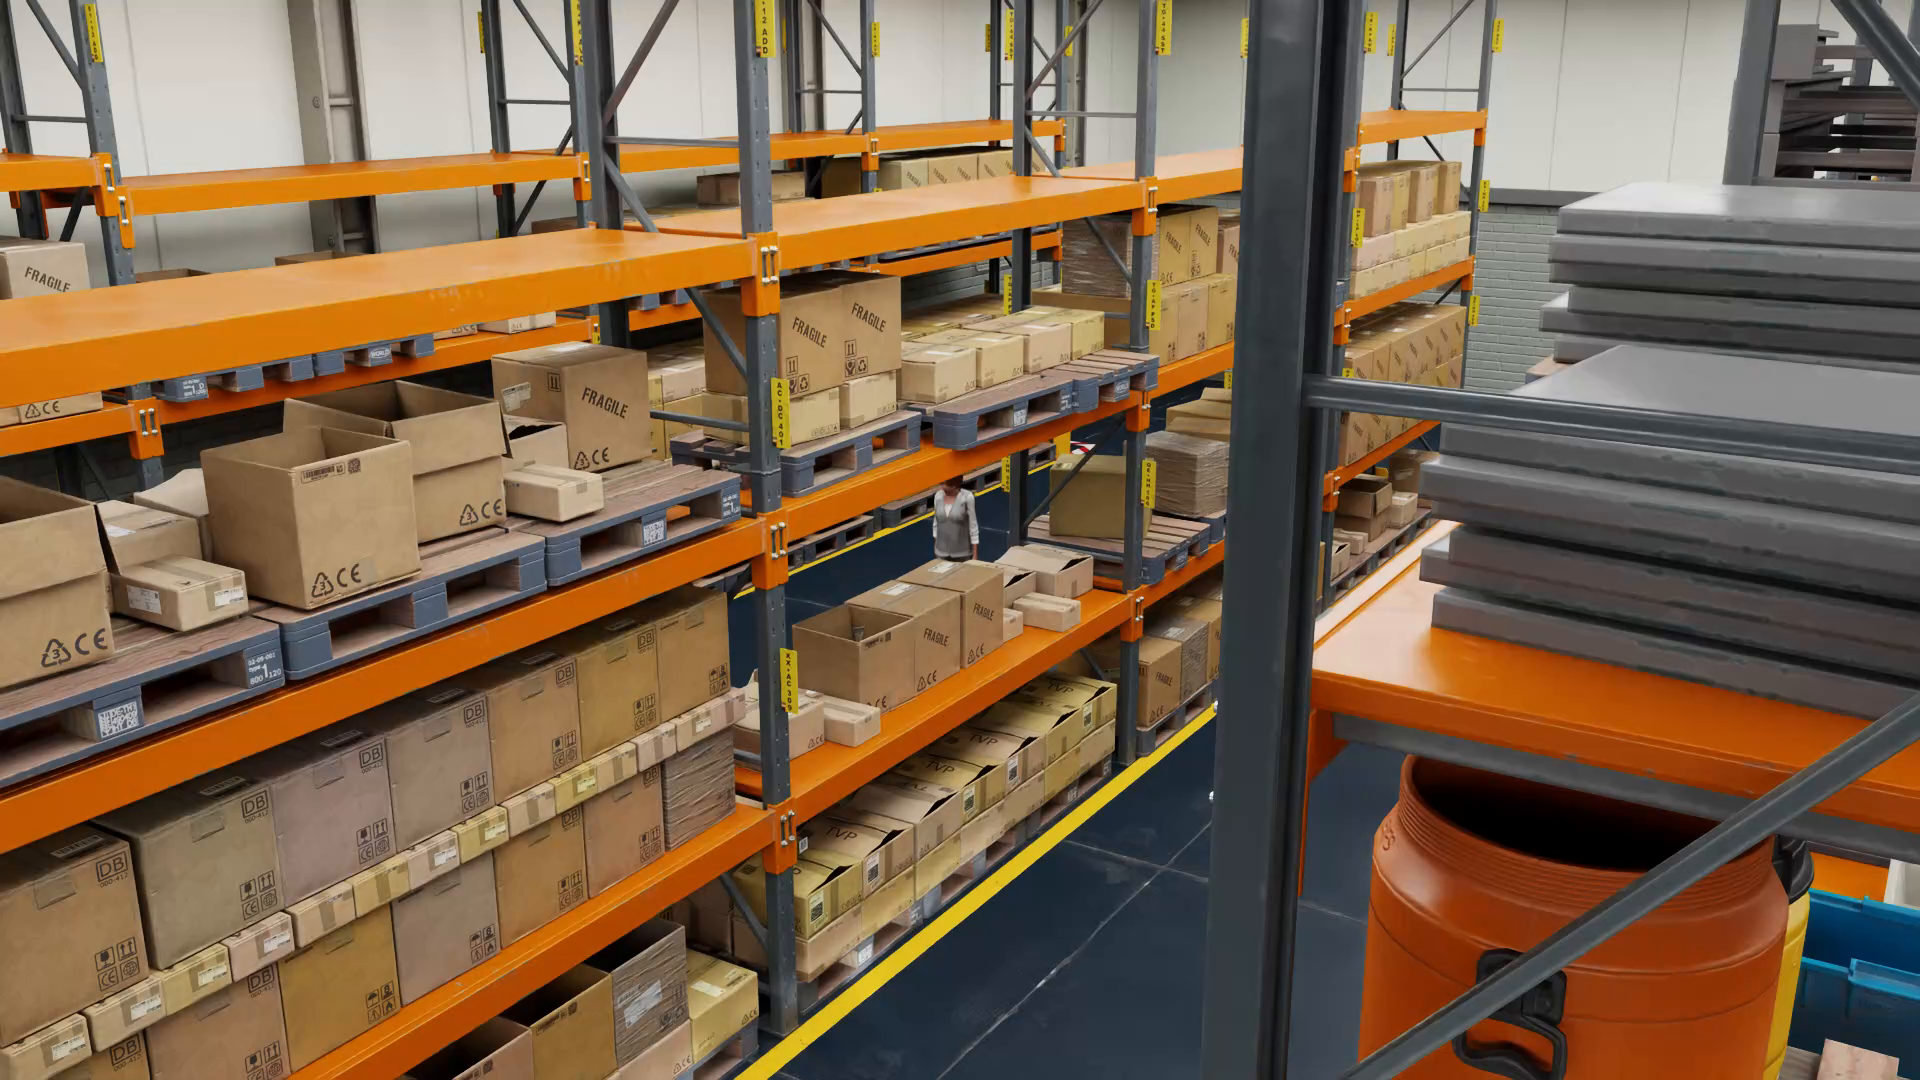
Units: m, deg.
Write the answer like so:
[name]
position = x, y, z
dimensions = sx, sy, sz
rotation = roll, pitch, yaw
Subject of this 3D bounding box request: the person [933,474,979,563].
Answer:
[person]
position = -0.055, 0.153, 14.008
dimensions = 0.445, 1.554, 0.612
rotation = 6, 18, 20
